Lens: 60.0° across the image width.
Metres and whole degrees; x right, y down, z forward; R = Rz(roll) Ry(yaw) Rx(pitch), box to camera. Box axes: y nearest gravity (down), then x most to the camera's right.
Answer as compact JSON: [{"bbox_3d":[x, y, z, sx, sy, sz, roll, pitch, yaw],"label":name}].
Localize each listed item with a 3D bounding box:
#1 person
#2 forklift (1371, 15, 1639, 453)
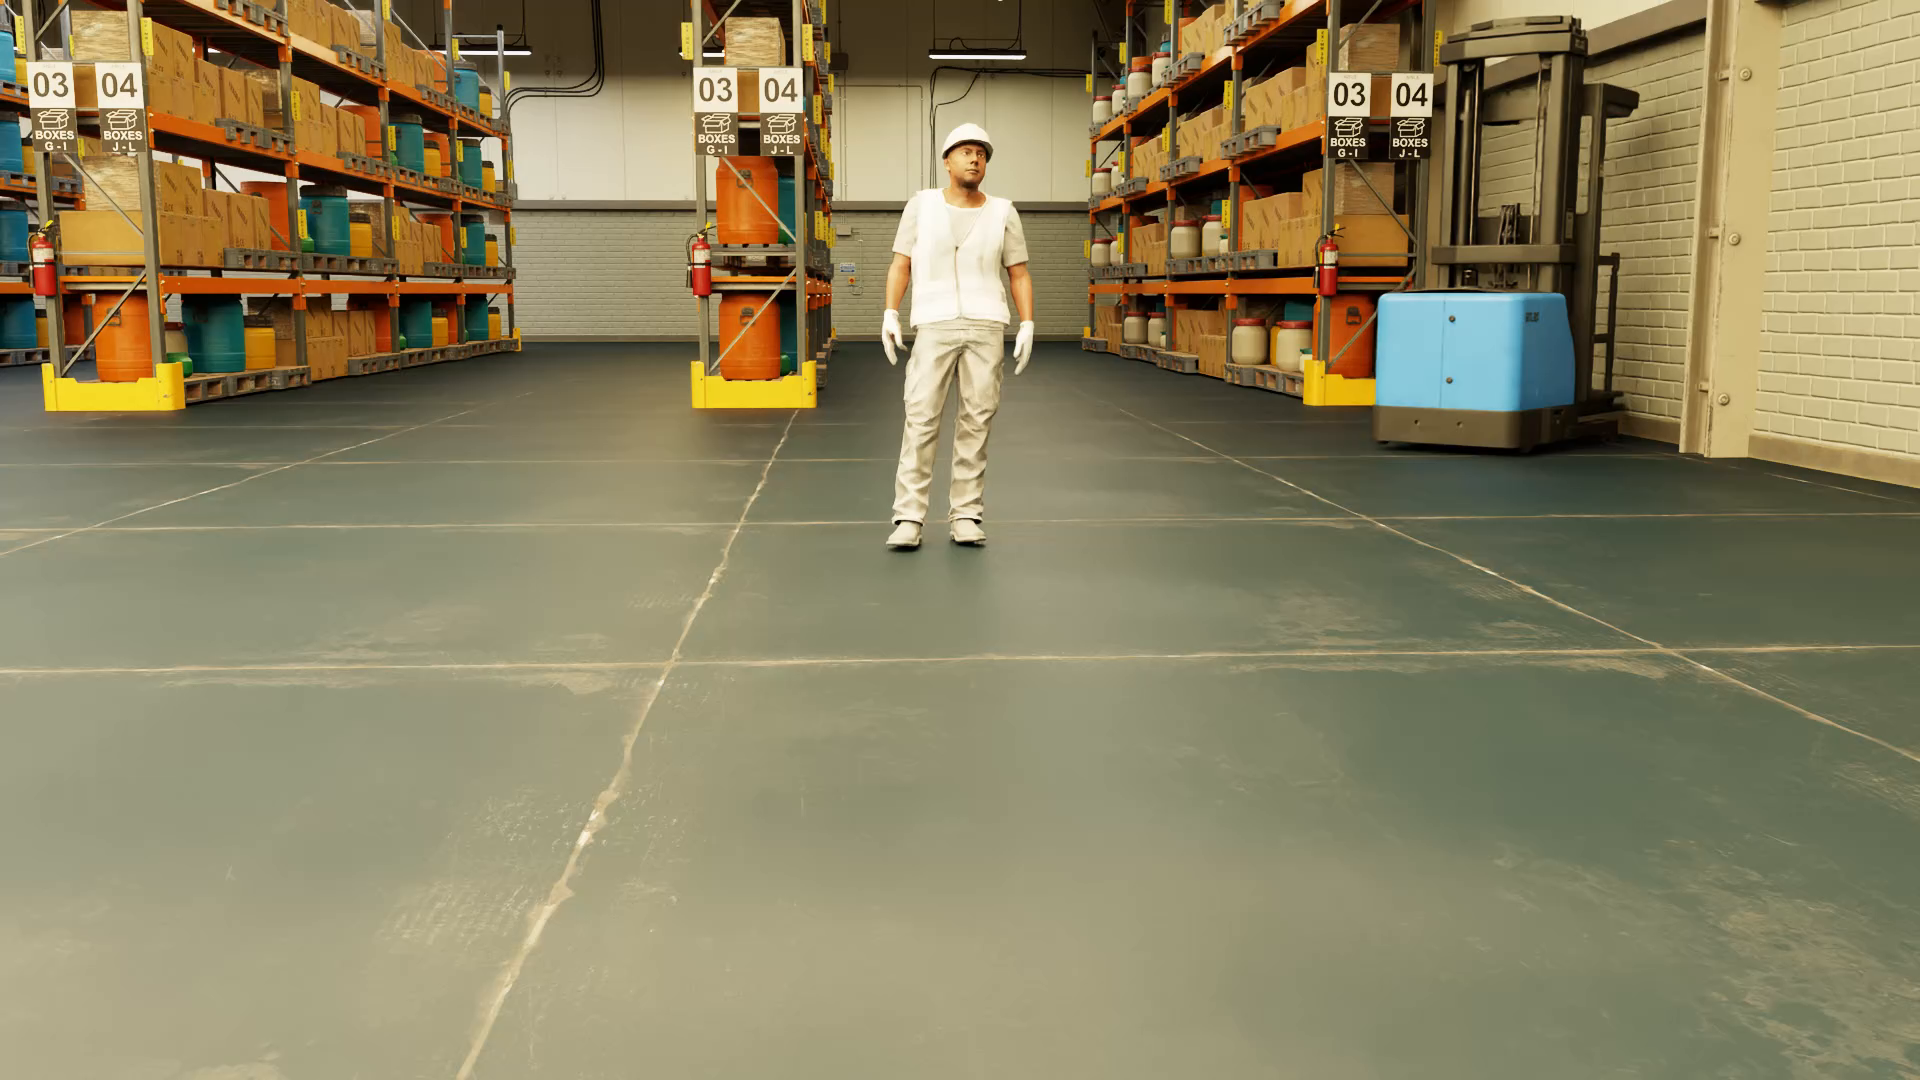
[{"bbox_3d":[-0.004,-0.879,7.106,0.657,1.785,0.575,-1,8,-4],"label":"person"},{"bbox_3d":[4.175,-2.189,12.077,1.130,2.935,3.031,7,11,40],"label":"forklift"}]
